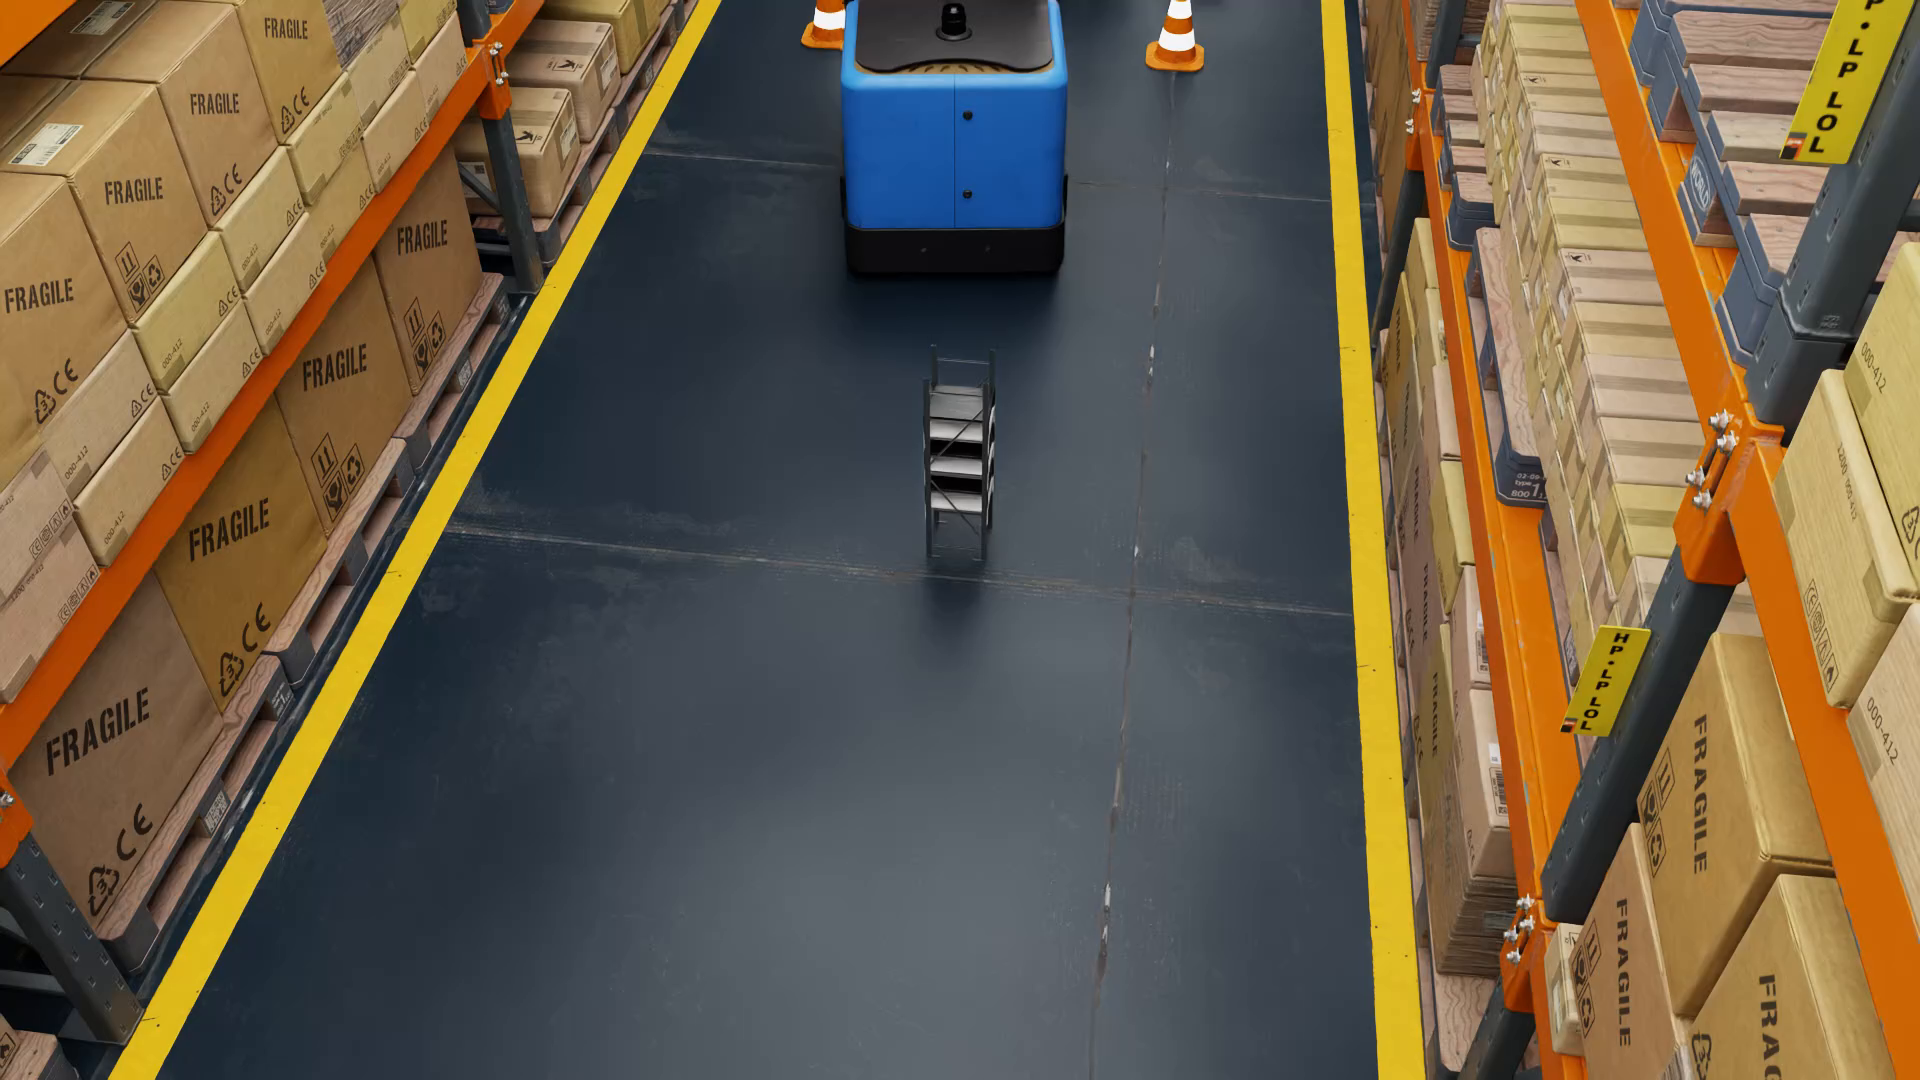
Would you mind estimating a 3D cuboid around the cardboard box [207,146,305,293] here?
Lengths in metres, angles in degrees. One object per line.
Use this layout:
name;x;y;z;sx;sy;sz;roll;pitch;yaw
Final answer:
cardboard box;-2.509;-1.065;5.439;0.500;0.250;0.500;4;44;4

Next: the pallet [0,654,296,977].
pallet;-3.019;0.860;5.688;1.003;0.211;1.213;5;44;6

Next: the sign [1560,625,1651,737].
sign;1.323;0.293;3.417;0.100;0.325;0.005;5;44;6

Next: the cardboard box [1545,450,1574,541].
cardboard box;1.832;-0.106;4.557;0.380;0.149;0.250;3;44;3

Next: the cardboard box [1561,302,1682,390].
cardboard box;1.875;-0.512;4.554;0.380;0.149;0.250;4;44;4

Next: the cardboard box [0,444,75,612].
cardboard box;-2.708;-0.021;4.336;0.500;0.250;0.500;4;44;4

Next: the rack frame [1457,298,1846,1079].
rack frame;1.874;0.762;3.764;1.000;3.000;0.127;5;44;6

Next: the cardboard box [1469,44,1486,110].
cardboard box;2.143;-1.739;6.282;0.380;0.149;0.250;5;44;5

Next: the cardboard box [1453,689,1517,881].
cardboard box;1.722;0.714;4.782;0.500;0.250;0.500;4;44;4

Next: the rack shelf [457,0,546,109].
rack shelf;-2.253;-3.447;8.732;1.077;0.370;4.000;5;44;6

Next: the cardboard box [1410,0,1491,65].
cardboard box;2.196;-2.332;6.959;0.500;0.500;0.500;5;44;6

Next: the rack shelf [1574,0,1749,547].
rack shelf;2.138;-1.429;4.420;1.077;0.370;4.000;5;44;6

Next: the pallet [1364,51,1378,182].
pallet;2.745;-2.311;9.038;1.003;0.211;1.213;5;44;6

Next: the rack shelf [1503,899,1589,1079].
rack shelf;1.609;2.386;2.572;1.077;0.370;4.000;5;44;6

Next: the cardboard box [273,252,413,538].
cardboard box;-2.813;-0.656;6.501;0.875;0.875;0.875;6;44;6

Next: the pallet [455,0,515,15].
pallet;-2.529;-2.771;7.635;1.213;0.211;1.003;5;44;6

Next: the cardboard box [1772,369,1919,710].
cardboard box;1.551;0.018;2.476;0.500;0.250;0.500;7;44;8

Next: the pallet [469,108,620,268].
pallet;-2.412;-1.865;8.567;1.003;0.211;1.213;5;44;6

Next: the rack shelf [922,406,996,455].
rack shelf;-0.001;-0.428;6.334;0.258;0.077;0.200;5;44;6

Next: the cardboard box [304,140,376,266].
cardboard box;-2.461;-1.232;5.978;0.500;0.250;0.500;5;44;5

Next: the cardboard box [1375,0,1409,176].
cardboard box;2.685;-2.303;8.331;1.050;0.750;0.750;6;44;6

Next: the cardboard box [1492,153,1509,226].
cardboard box;2.039;-1.188;5.701;0.380;0.149;0.250;7;44;7

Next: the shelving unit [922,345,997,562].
shelving unit;-0.001;-0.321;6.435;0.258;0.900;0.210;5;44;6

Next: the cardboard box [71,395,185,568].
cardboard box;-2.659;-0.194;4.882;0.500;0.250;0.500;4;44;4

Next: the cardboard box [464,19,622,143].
cardboard box;-2.343;-2.432;8.742;0.950;0.372;0.625;4;44;5

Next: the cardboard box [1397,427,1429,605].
cardboard box;1.930;-0.057;6.141;0.500;0.500;0.500;4;44;4

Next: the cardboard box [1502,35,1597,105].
cardboard box;2.080;-1.594;5.697;0.380;0.149;0.250;5;44;5

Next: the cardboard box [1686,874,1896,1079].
cardboard box;1.519;0.894;2.608;0.500;0.500;0.500;4;44;4

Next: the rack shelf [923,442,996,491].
rack shelf;-0.001;-0.297;6.458;0.258;0.077;0.200;5;44;6

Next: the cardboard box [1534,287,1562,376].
cardboard box;1.901;-0.596;4.858;0.380;0.149;0.250;5;44;6

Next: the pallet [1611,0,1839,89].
pallet;2.195;-1.378;3.978;1.213;0.211;1.003;5;44;6

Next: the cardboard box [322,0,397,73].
cardboard box;-2.386;-2.018;5.900;0.500;0.500;0.500;6;44;6

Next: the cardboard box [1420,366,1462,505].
cardboard box;1.926;-0.352;5.907;0.500;0.250;0.500;6;44;6

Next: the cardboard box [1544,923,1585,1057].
cardboard box;1.512;1.016;3.678;0.380;0.149;0.250;7;44;7

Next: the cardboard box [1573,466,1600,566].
cardboard box;1.800;-0.045;4.277;0.380;0.149;0.250;7;44;7

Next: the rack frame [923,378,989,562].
rack frame;-0.015;-0.252;6.362;0.240;0.900;0.006;5;44;6

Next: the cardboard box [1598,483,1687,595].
cardboard box;1.768;0.010;4.003;0.380;0.149;0.250;4;44;4

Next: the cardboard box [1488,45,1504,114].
cardboard box;2.106;-1.637;5.959;0.380;0.149;0.250;7;44;8

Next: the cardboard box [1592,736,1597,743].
cardboard box;1.730;0.412;4.011;0.380;0.149;0.250;4;44;5

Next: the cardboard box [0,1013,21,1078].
cardboard box;-3.235;1.577;4.461;0.875;0.438;0.875;5;44;5

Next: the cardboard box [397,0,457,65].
cardboard box;-2.329;-2.119;6.552;0.500;0.250;0.500;5;44;5

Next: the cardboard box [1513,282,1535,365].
cardboard box;1.934;-0.658;5.141;0.380;0.149;0.250;4;44;4

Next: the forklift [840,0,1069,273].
forklift;-0.043;-3.343;8.149;1.130;2.935;3.031;-1;43;-1

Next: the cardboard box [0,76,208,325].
cardboard box;-2.594;-0.983;4.807;0.500;0.500;0.500;4;44;4

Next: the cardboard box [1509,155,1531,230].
cardboard box;2.007;-1.114;5.405;0.380;0.149;0.250;5;44;6

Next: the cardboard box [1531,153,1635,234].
cardboard box;1.977;-1.049;5.120;0.380;0.149;0.250;6;44;7

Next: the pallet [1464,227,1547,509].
pallet;2.182;-0.542;5.280;1.003;0.211;1.213;5;44;6

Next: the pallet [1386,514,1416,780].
pallet;2.134;0.410;6.164;1.003;0.211;1.213;5;44;6

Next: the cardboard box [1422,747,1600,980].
cardboard box;1.722;0.989;5.036;0.500;0.500;0.500;4;44;5
